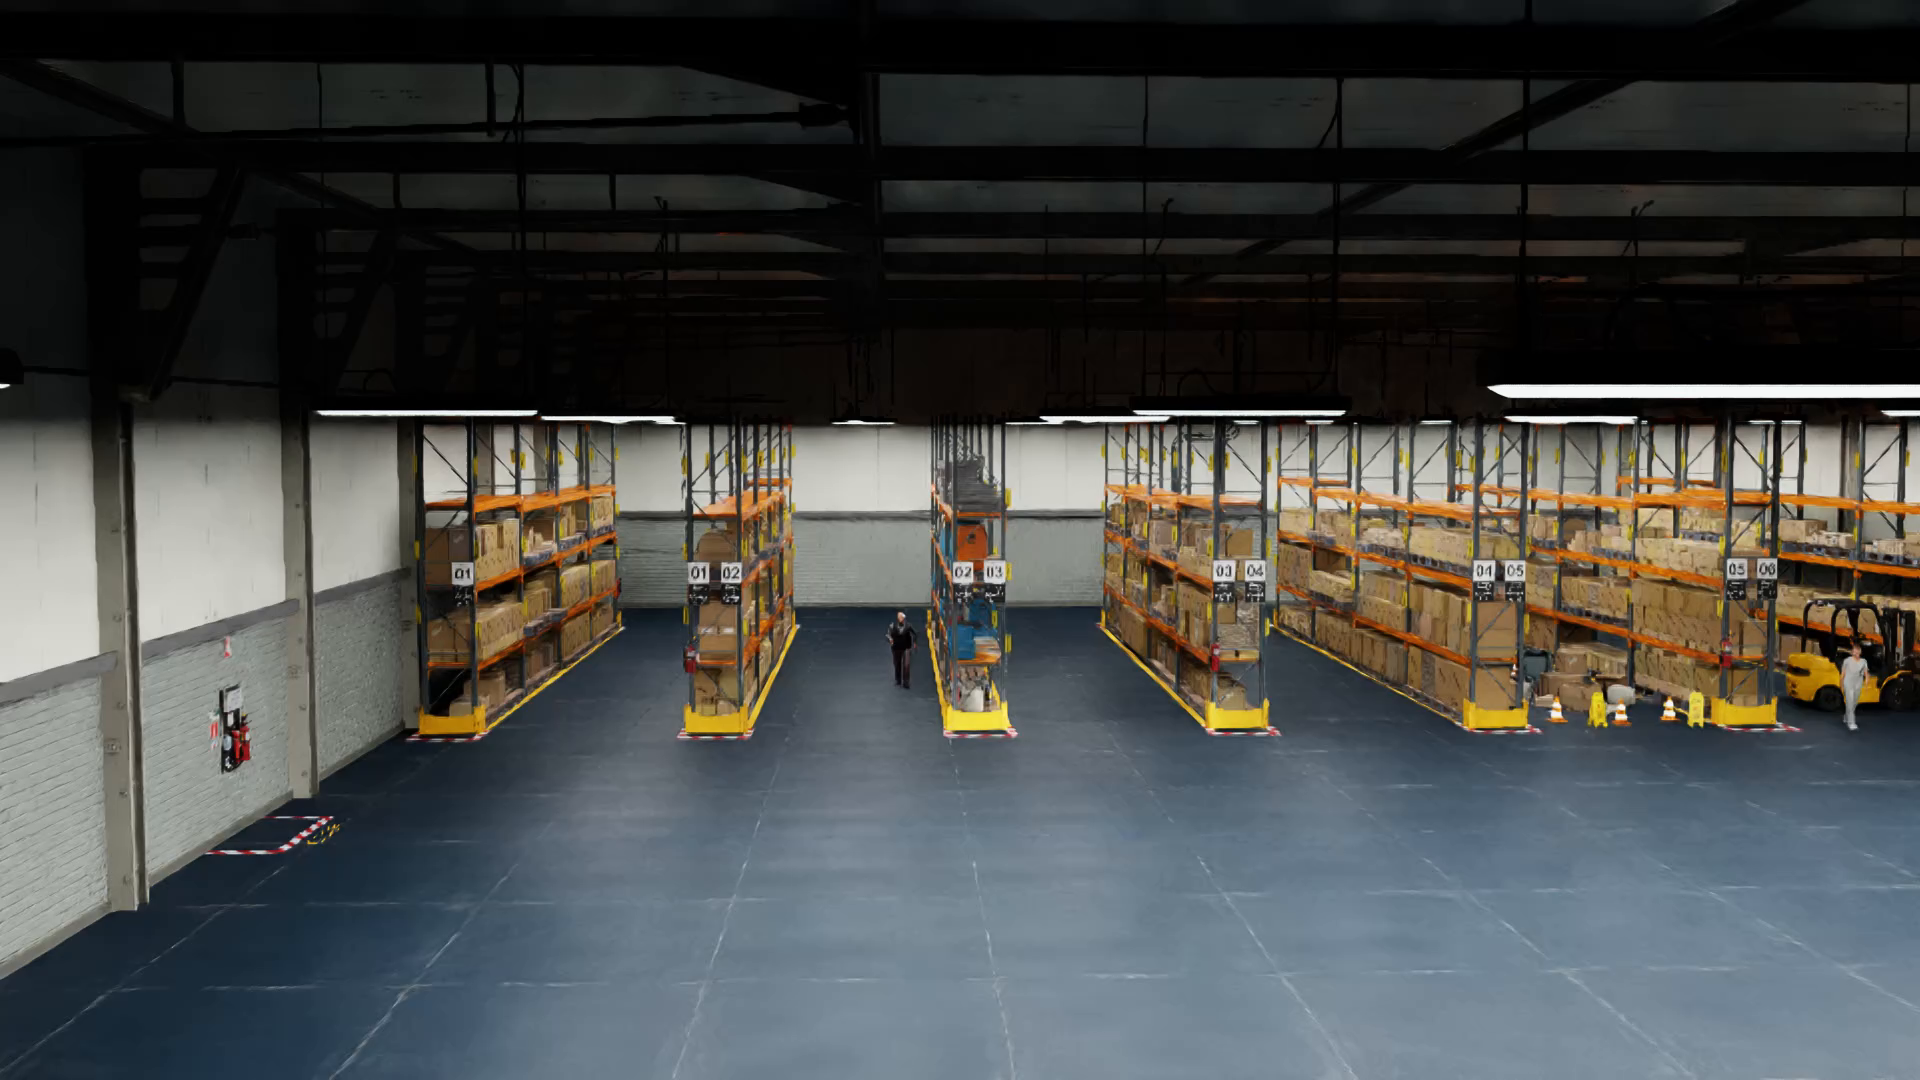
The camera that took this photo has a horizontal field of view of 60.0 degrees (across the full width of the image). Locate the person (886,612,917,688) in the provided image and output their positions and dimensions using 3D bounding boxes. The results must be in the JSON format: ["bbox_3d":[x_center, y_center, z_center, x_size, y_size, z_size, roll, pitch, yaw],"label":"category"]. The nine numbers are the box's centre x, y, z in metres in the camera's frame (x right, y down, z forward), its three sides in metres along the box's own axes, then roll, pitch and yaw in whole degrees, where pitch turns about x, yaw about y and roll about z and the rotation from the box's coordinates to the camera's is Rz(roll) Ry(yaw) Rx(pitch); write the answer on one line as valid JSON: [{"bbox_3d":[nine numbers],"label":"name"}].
[{"bbox_3d":[-1.294,2.396,36.702,0.680,1.658,0.866,0,4,3],"label":"person"}]

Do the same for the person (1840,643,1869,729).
[{"bbox_3d":[16.992,2.757,31.574,0.445,1.605,1.017,0,4,7],"label":"person"}]

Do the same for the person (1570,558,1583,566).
[{"bbox_3d":[19.605,1.305,52.744,0.474,1.646,0.609,-3,5,-33],"label":"person"}]

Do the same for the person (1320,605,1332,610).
[{"bbox_3d":[11.087,1.491,50.627,0.473,1.589,0.501,3,5,36],"label":"person"}]
